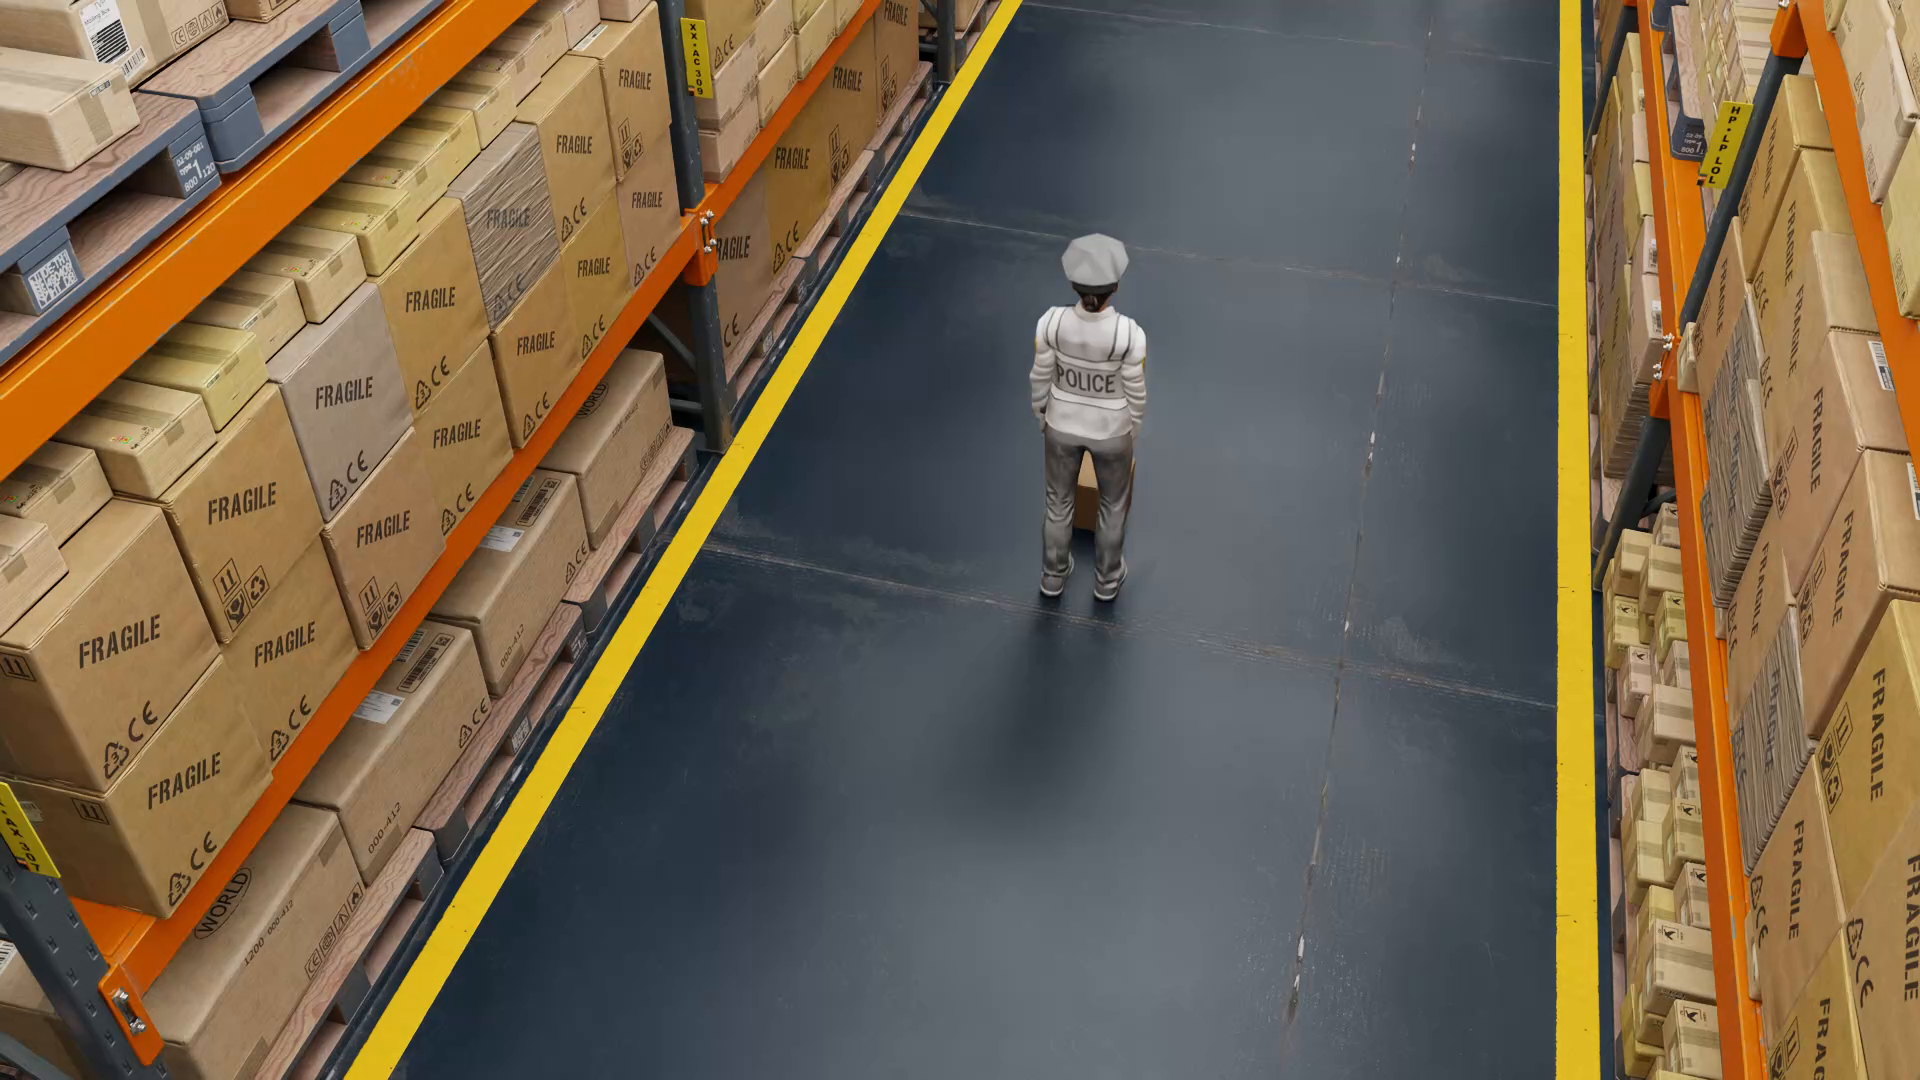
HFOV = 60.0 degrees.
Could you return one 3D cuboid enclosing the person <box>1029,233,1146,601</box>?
[{"bbox_3d":[0.509,-0.461,6.673,0.469,1.680,0.332,11,42,12],"label":"person"}]
